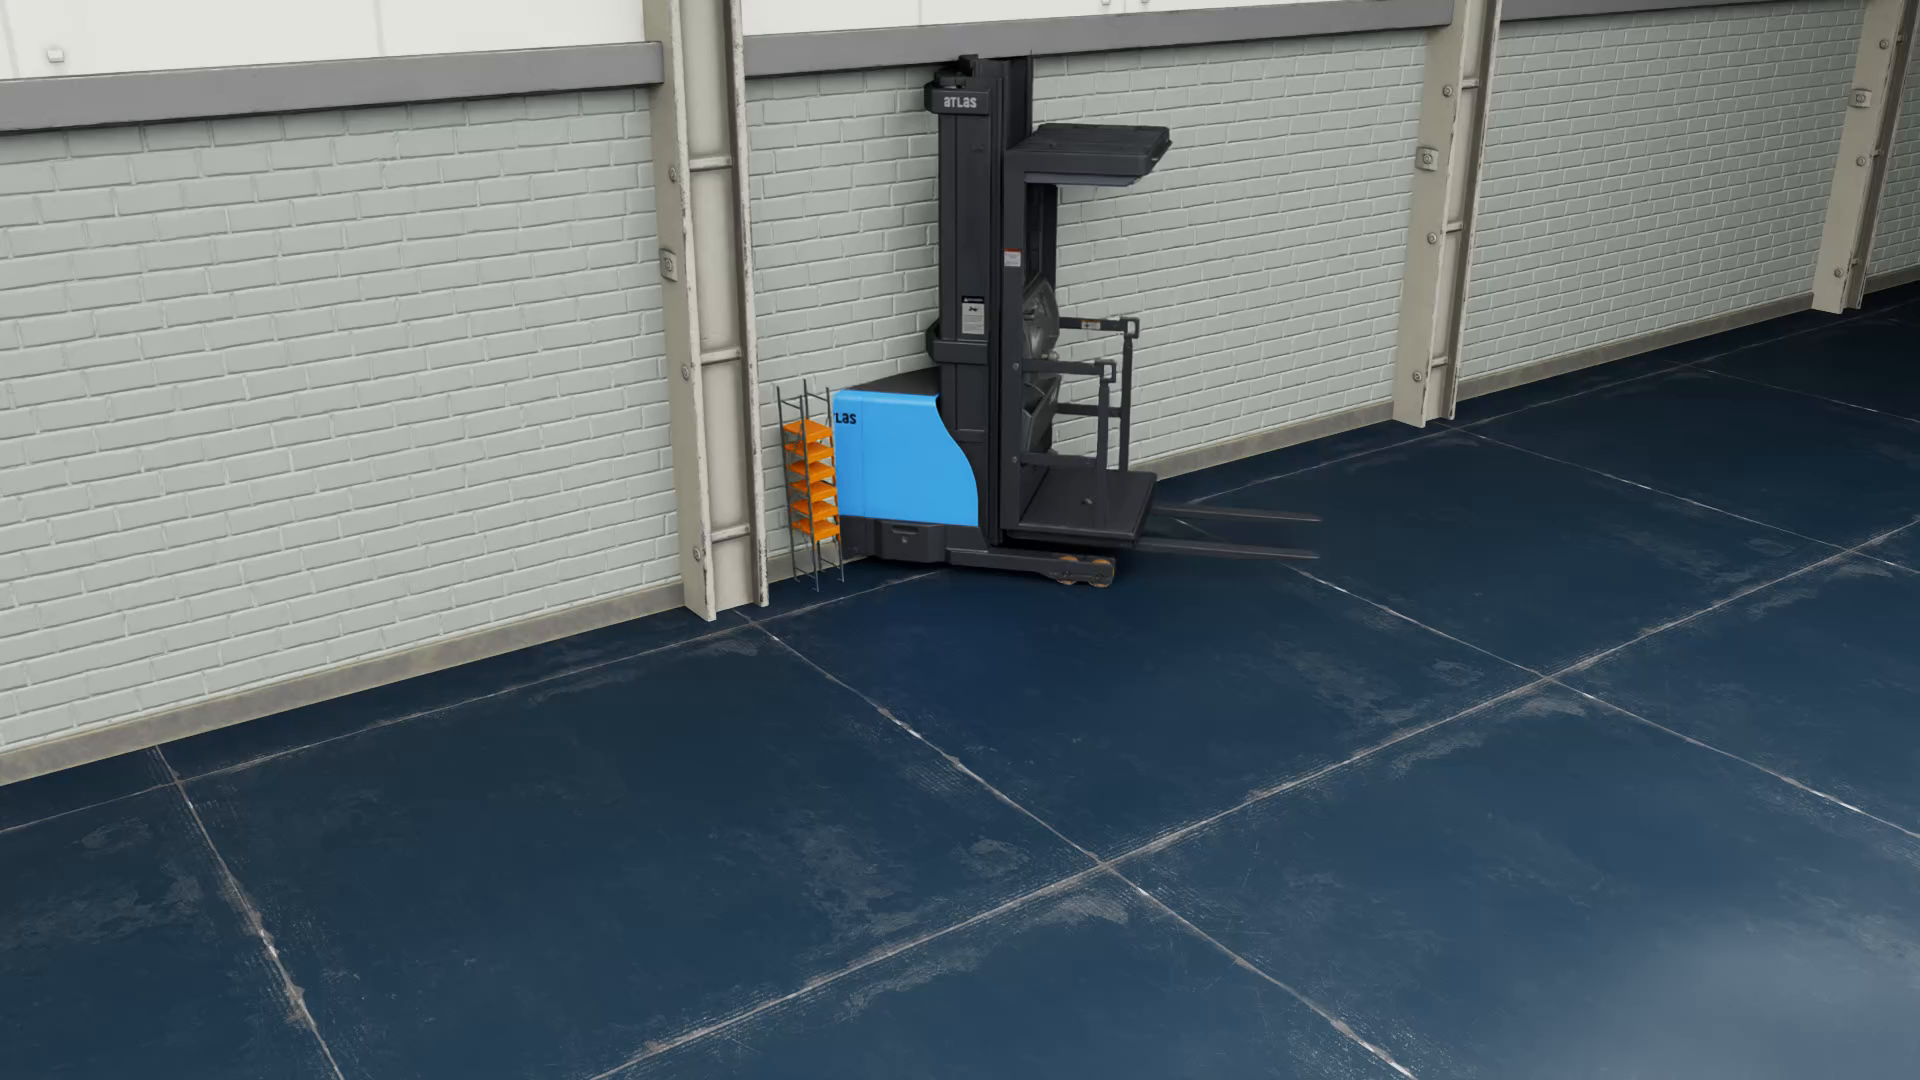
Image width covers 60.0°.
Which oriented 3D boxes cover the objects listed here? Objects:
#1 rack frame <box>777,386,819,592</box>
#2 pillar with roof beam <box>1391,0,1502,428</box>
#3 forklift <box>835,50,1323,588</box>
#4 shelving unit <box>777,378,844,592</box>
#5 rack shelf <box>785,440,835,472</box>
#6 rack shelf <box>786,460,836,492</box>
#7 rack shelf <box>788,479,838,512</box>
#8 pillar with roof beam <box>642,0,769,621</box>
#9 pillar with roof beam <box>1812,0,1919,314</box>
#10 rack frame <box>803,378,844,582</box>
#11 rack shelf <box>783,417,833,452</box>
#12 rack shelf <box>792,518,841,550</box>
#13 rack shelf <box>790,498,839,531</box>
[{"bbox_3d":[-0.924,-0.281,9.484,0.006,1.200,0.240,-21,30,-36],"label":"rack frame"},{"bbox_3d":[6.051,-3.818,7.822,0.400,9.000,9.100,-15,26,-33],"label":"pillar with roof beam"},{"bbox_3d":[0.660,-1.298,9.694,3.031,2.935,1.130,5,22,12],"label":"forklift"},{"bbox_3d":[-0.855,-0.308,9.537,0.189,1.200,0.258,-21,30,-36],"label":"shelving unit"},{"bbox_3d":[-0.863,-0.487,9.458,0.180,0.103,0.258,-21,30,-36],"label":"rack shelf"},{"bbox_3d":[-0.858,-0.377,9.507,0.180,0.103,0.258,-21,30,-36],"label":"rack shelf"},{"bbox_3d":[-0.853,-0.267,9.555,0.180,0.103,0.258,-21,30,-36],"label":"rack shelf"},{"bbox_3d":[1.180,-2.519,4.567,0.400,9.000,9.100,-15,26,-33],"label":"pillar with roof beam"},{"bbox_3d":[10.921,-5.116,11.077,0.400,9.000,9.100,-15,26,-33],"label":"pillar with roof beam"},{"bbox_3d":[-0.785,-0.335,9.590,0.006,1.200,0.240,-21,30,-36],"label":"rack frame"},{"bbox_3d":[-0.868,-0.597,9.410,0.180,0.103,0.258,-21,30,-36],"label":"rack shelf"},{"bbox_3d":[-0.843,-0.048,9.652,0.180,0.103,0.258,-21,30,-36],"label":"rack shelf"},{"bbox_3d":[-0.848,-0.158,9.604,0.180,0.103,0.258,-21,30,-36],"label":"rack shelf"}]
